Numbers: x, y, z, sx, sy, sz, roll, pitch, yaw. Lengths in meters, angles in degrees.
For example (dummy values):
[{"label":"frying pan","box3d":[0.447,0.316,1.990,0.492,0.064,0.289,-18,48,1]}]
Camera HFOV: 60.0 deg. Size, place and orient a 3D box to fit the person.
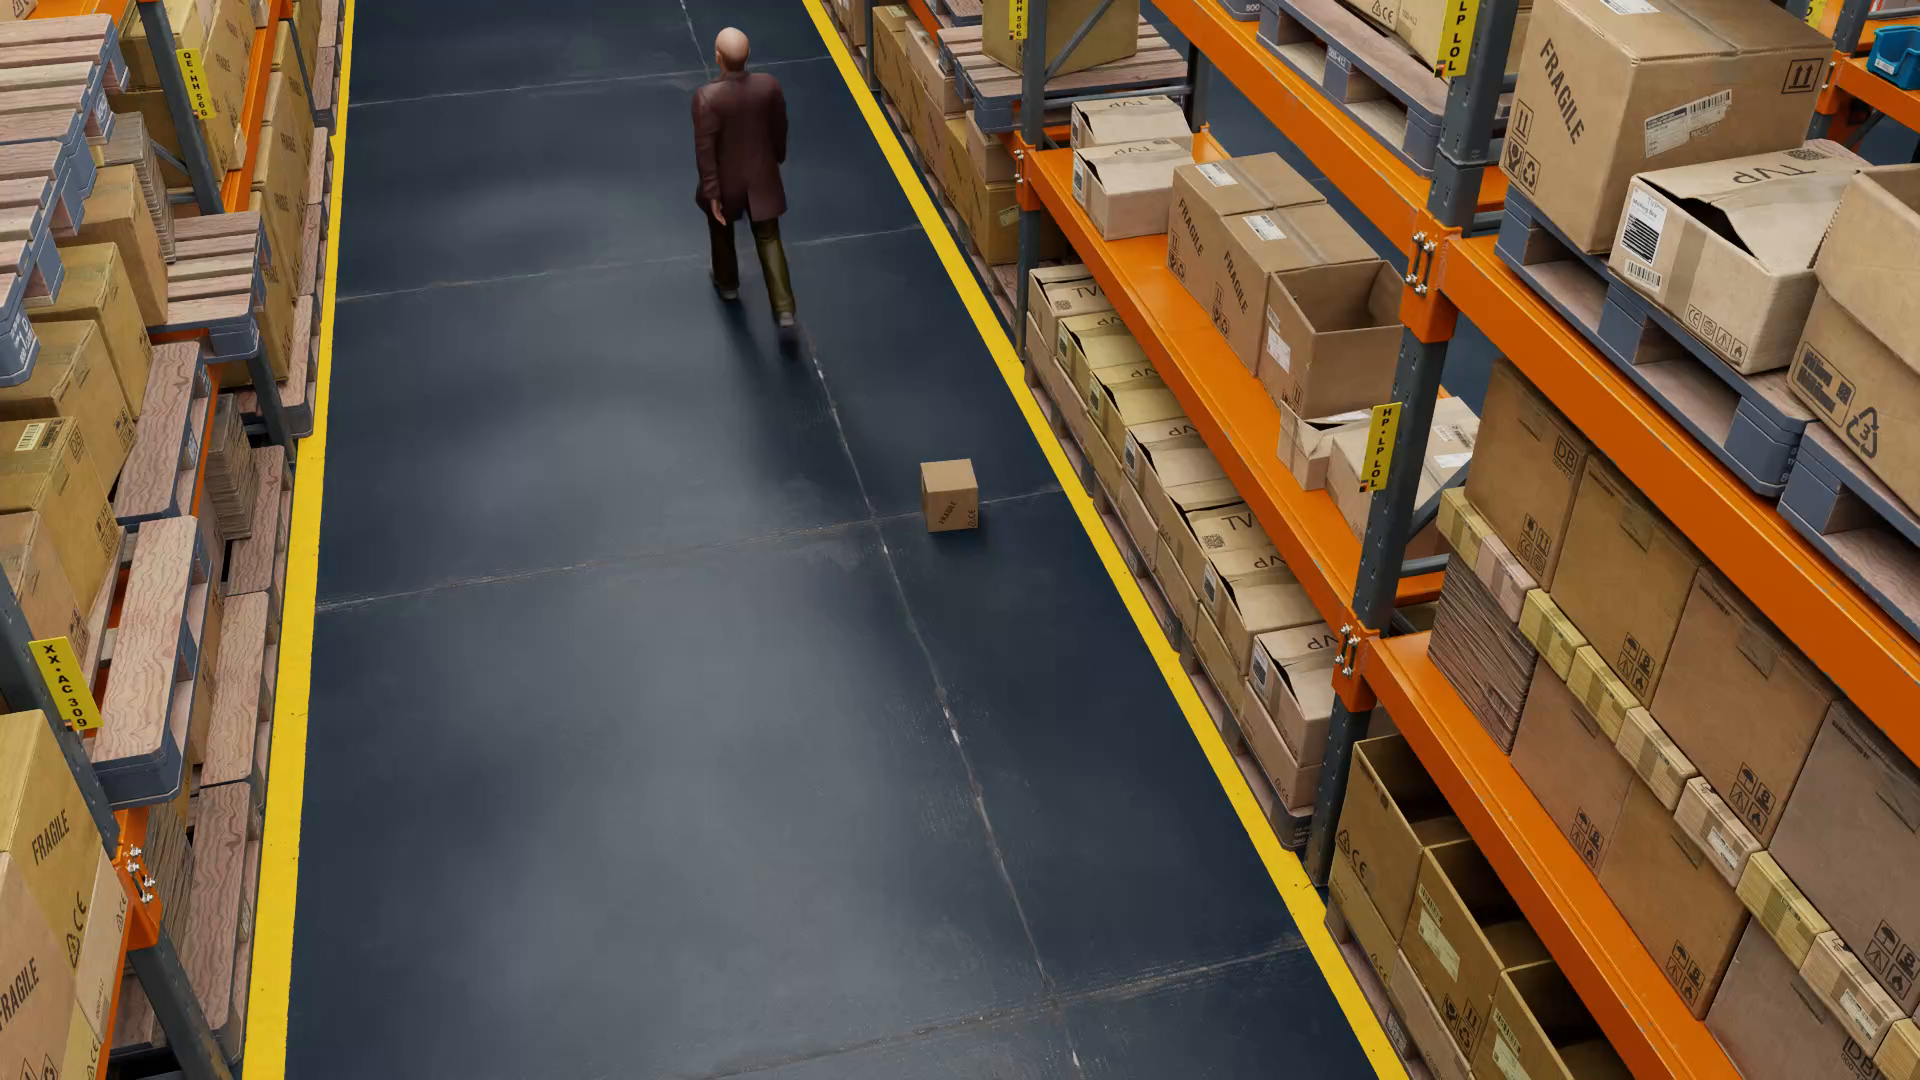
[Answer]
[{"label":"person","box3d":[-1.222,-2.054,9.383,0.565,1.732,1.082,-13,40,-17]}]
